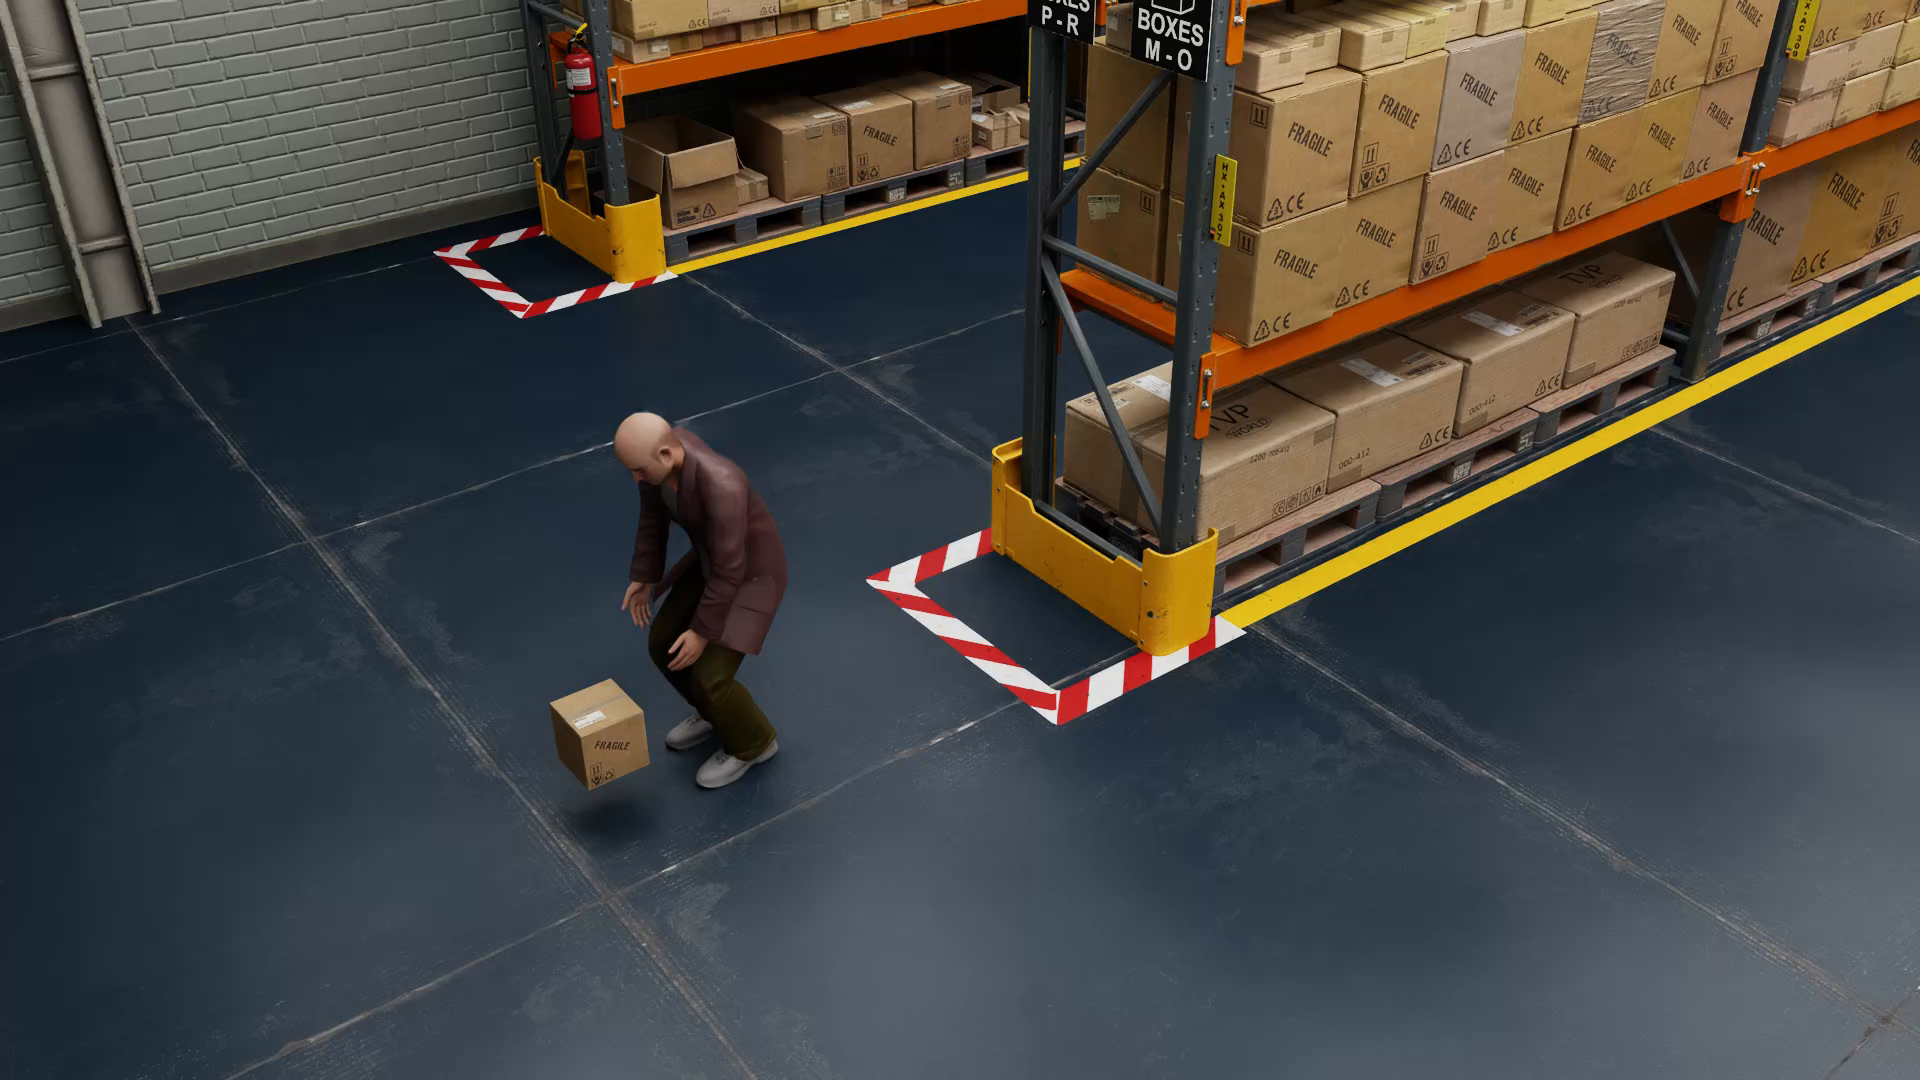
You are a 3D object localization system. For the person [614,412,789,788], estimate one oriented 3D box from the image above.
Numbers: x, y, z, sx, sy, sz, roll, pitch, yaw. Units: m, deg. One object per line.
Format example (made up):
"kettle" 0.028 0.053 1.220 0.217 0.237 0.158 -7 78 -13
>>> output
"person" -0.911 0.179 6.076 0.612 1.558 0.625 -22 38 -31
